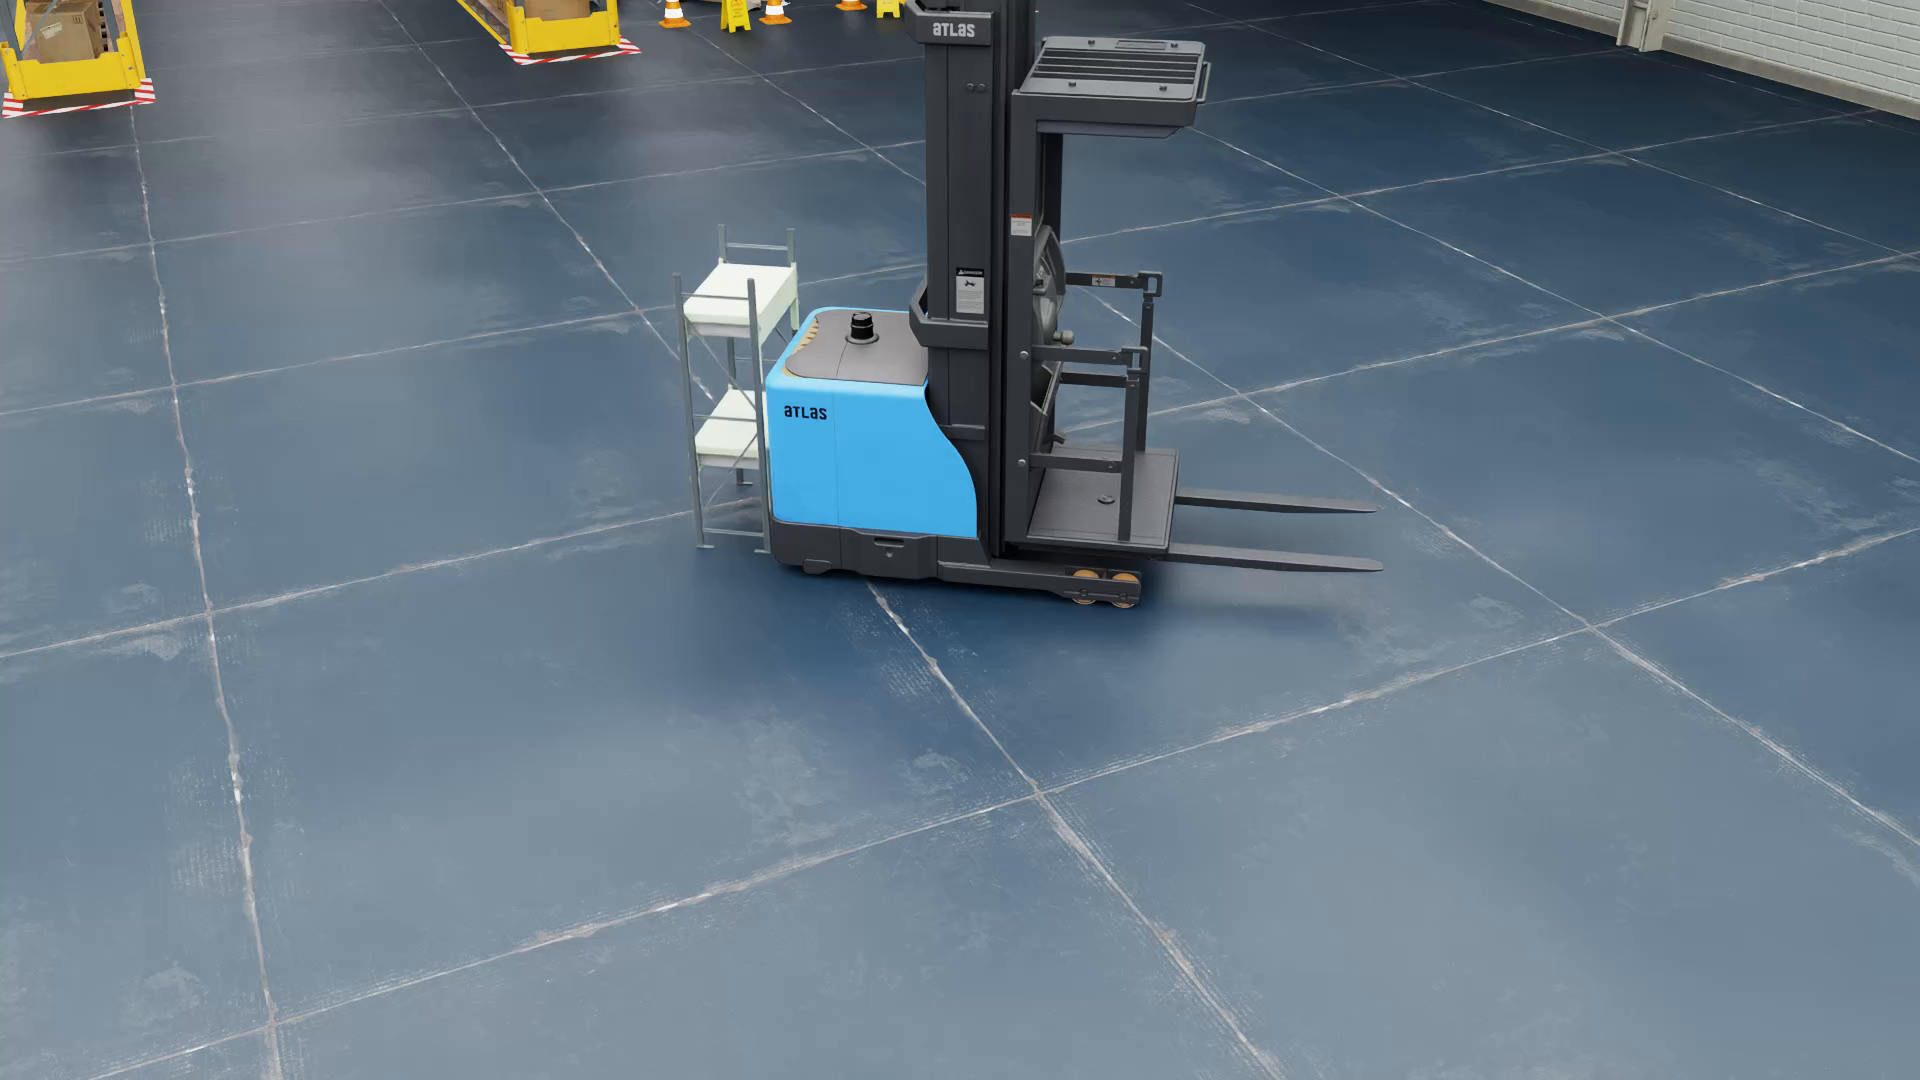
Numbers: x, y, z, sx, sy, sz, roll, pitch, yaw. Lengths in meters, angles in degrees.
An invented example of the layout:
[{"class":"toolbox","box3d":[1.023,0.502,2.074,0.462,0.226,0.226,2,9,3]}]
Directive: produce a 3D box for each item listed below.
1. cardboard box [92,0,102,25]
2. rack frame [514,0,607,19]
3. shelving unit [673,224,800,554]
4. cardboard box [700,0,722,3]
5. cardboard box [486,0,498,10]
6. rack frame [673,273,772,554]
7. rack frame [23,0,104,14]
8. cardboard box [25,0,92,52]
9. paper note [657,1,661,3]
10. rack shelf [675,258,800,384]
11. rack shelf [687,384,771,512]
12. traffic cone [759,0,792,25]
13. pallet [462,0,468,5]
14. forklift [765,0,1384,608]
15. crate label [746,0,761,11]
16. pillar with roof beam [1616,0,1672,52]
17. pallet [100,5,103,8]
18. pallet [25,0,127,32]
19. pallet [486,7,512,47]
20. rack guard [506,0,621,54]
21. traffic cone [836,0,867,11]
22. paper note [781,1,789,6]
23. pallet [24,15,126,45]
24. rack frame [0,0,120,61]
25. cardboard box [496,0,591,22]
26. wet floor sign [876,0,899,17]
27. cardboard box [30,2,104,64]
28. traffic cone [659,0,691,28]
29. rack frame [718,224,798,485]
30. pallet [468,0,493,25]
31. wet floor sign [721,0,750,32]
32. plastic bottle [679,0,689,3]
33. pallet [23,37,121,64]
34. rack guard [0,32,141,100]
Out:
[{"class":"cardboard box","box3d":[-9.925,-6.014,18.535,0.500,0.500,0.500,-16,33,-26]},{"class":"rack frame","box3d":[-4.411,-6.846,17.891,1.000,3.000,0.127,-13,32,-22]},{"class":"shelving unit","box3d":[-1.112,-0.779,8.605,0.431,1.500,0.755,5,30,8]},{"class":"cardboard box","box3d":[-3.024,-7.085,20.871,0.637,0.503,0.797,13,32,21]},{"class":"cardboard box","box3d":[-5.141,-6.776,19.510,0.875,0.875,0.875,-14,32,-23]},{"class":"rack frame","box3d":[-1.174,-0.602,8.291,0.400,1.500,0.023,5,30,8]},{"class":"rack frame","box3d":[-10.651,-7.616,19.265,1.000,3.000,0.127,-13,32,-22]},{"class":"cardboard box","box3d":[-9.475,-5.478,17.578,0.500,0.500,0.500,-5,30,-9]},{"class":"paper note","box3d":[-3.738,-6.695,20.679,0.032,0.001,0.123,2,29,4]},{"class":"rack shelf","box3d":[-1.112,-1.119,8.414,0.431,0.370,0.720,5,30,8]},{"class":"rack shelf","box3d":[-1.112,-0.494,8.765,0.431,0.370,0.720,5,30,8]},{"class":"traffic cone","box3d":[-2.190,-6.359,19.617,0.336,0.463,0.334,-13,32,-22]},{"class":"pallet","box3d":[-5.872,-7.044,21.096,1.003,0.211,1.213,-13,32,-22]},{"class":"forklift","box3d":[0.614,-1.227,7.941,3.031,2.935,1.130,5,30,8]},{"class":"crate label","box3d":[-2.583,-6.551,20.293,0.298,0.136,0.250,19,34,30]},{"class":"pillar with roof beam","box3d":[3.700,-8.533,14.766,9.100,9.000,0.400,-13,32,-22]},{"class":"pallet","box3d":[-10.987,-6.743,20.559,1.003,0.211,1.213,-13,32,-22]},{"class":"pallet","box3d":[-10.331,-6.110,19.431,1.003,0.211,1.213,-13,32,-22]},{"class":"pallet","box3d":[-4.825,-5.966,19.174,1.003,0.211,1.213,-13,32,-22]},{"class":"rack guard","box3d":[-4.401,-5.745,18.484,1.175,0.500,0.348,-13,32,-22]},{"class":"traffic cone","box3d":[-1.333,-6.742,20.300,0.336,0.463,0.334,-13,32,-22]},{"class":"paper note","box3d":[-2.187,-6.634,20.550,0.142,0.019,0.148,26,38,38]},{"class":"pallet","box3d":[-9.803,-5.571,18.468,1.003,0.211,1.213,-13,32,-22]},{"class":"rack frame","box3d":[-8.934,-5.849,16.114,1.000,3.000,0.127,-13,32,-22]},{"class":"cardboard box","box3d":[-4.762,-6.388,18.818,0.875,0.875,0.875,-13,32,-22]},{"class":"wet floor sign","box3d":[-0.869,-6.594,19.850,0.267,0.644,0.232,-3,29,-5]},{"class":"cardboard box","box3d":[-9.187,-5.221,17.120,0.500,0.500,0.500,-7,30,-13]},{"class":"traffic cone","box3d":[-3.357,-6.272,19.462,0.336,0.463,0.334,-13,32,-22]},{"class":"rack frame","box3d":[-1.050,-0.955,8.920,0.400,1.500,0.023,5,30,8]},{"class":"pallet","box3d":[-5.345,-6.504,20.134,1.003,0.211,1.213,-13,32,-22]},{"class":"wet floor sign","box3d":[-2.610,-6.222,19.186,0.267,0.644,0.232,-19,35,-30]},{"class":"plastic bottle","box3d":[-3.517,-6.765,20.752,0.283,0.061,0.133,26,38,38]},{"class":"pallet","box3d":[-9.284,-5.032,17.509,1.003,0.211,1.213,-13,32,-22]},{"class":"rack guard","box3d":[-8.967,-4.792,16.785,1.175,0.500,0.348,-13,32,-22]}]
